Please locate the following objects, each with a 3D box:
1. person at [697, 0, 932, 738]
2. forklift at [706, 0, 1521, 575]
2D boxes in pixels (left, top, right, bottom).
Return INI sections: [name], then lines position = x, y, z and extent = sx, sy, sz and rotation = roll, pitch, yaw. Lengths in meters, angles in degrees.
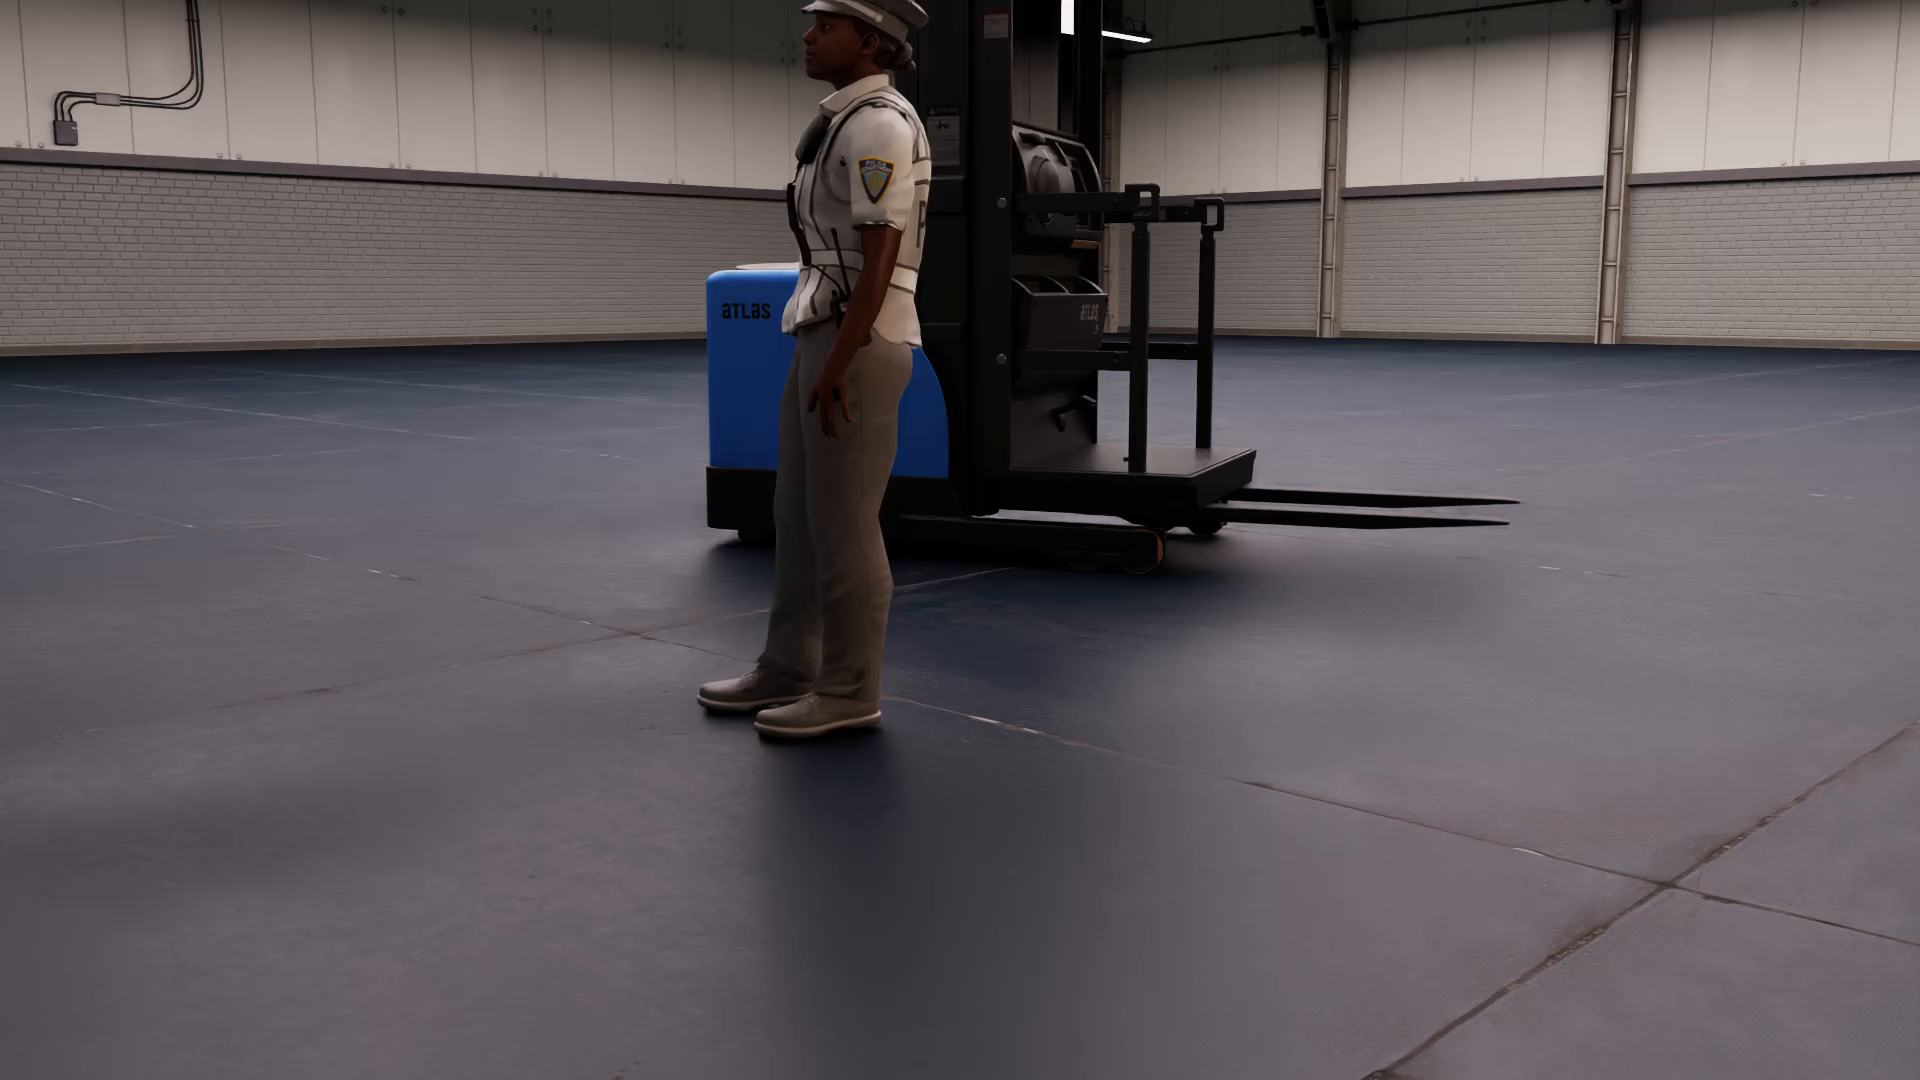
[person]
position = -0.330, -0.409, 3.703
extent = 0.530, 1.696, 0.563
rotation = -2, 9, -10
[forklift]
position = 0.565, -1.416, 6.275
extent = 3.031, 2.935, 1.130
rotation = 3, 9, 22
